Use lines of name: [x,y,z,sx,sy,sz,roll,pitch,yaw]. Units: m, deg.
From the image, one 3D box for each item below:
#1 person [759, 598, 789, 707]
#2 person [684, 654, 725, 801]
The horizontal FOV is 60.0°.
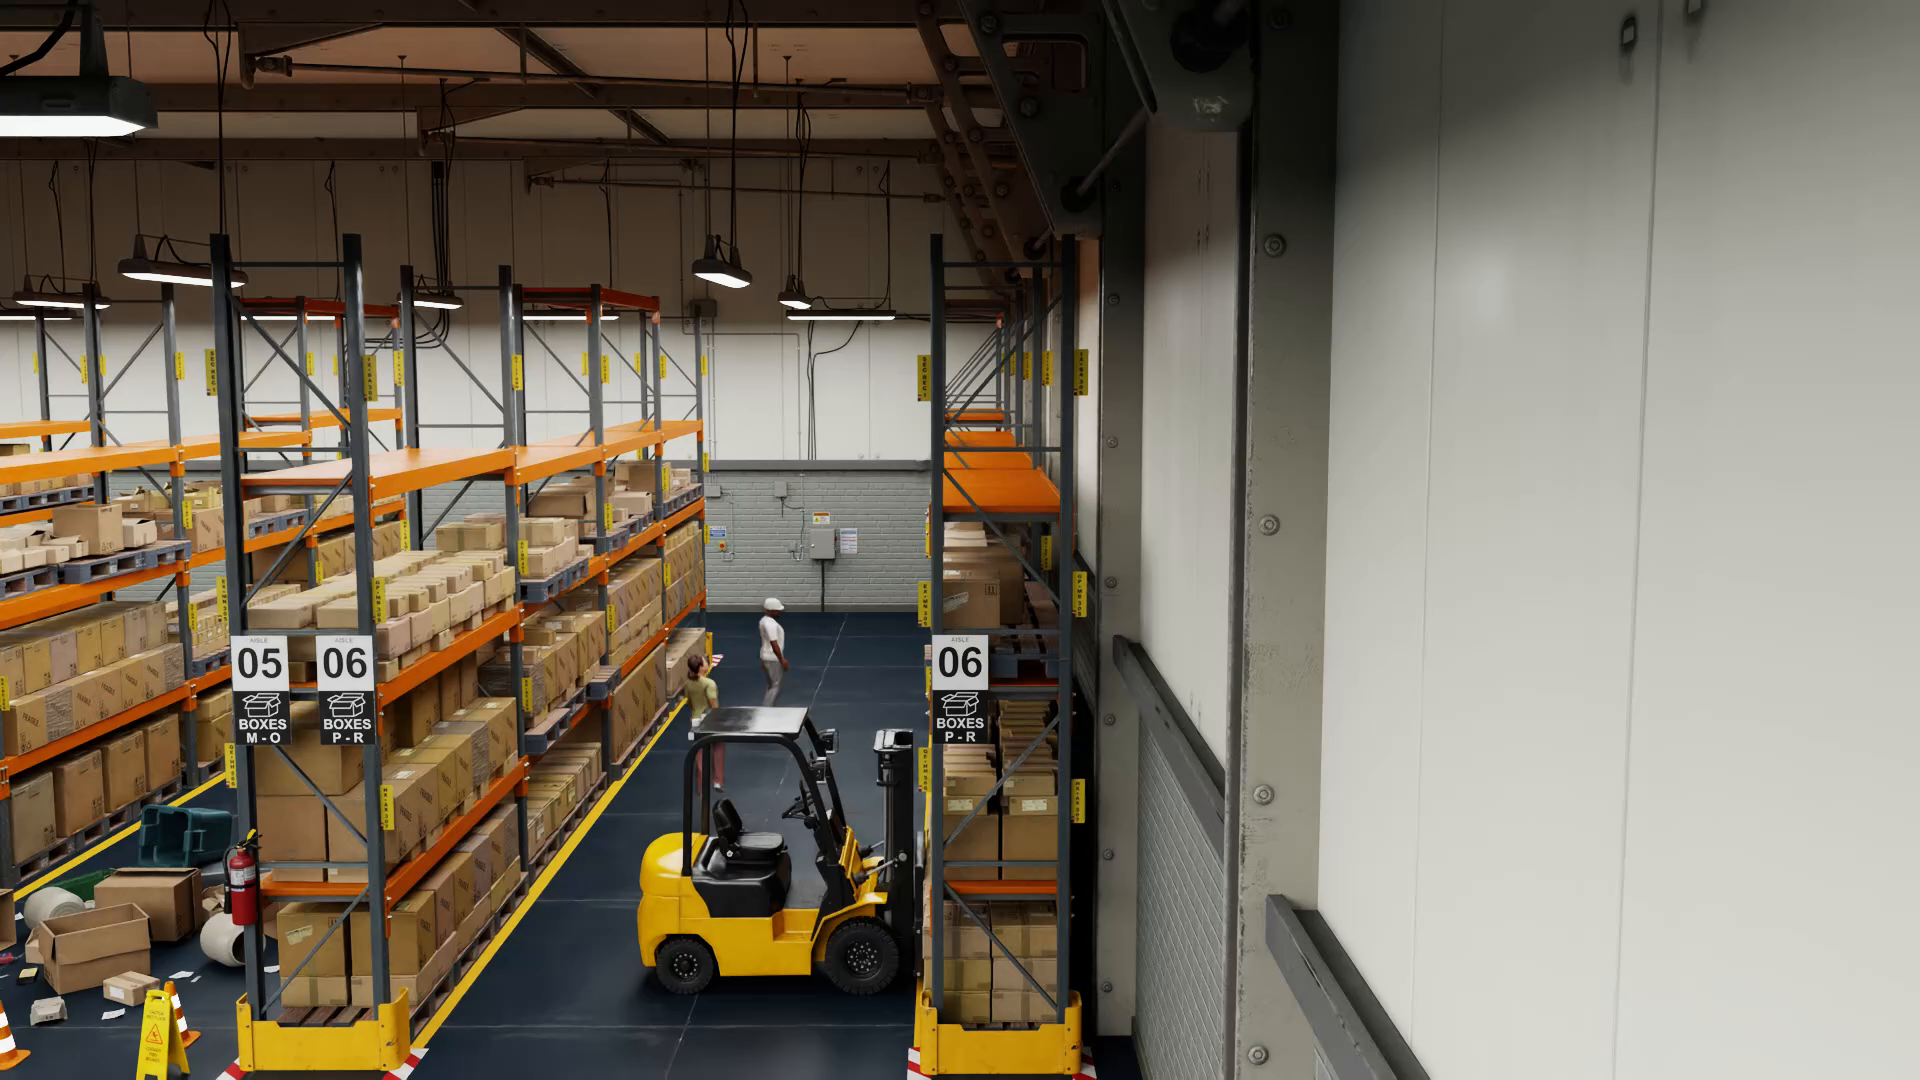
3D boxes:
person: [-2.646,1.694,23.409,0.451,1.777,0.559,-2,7,-15]
person: [-2.891,2.105,18.802,0.440,1.684,0.676,0,6,-4]
